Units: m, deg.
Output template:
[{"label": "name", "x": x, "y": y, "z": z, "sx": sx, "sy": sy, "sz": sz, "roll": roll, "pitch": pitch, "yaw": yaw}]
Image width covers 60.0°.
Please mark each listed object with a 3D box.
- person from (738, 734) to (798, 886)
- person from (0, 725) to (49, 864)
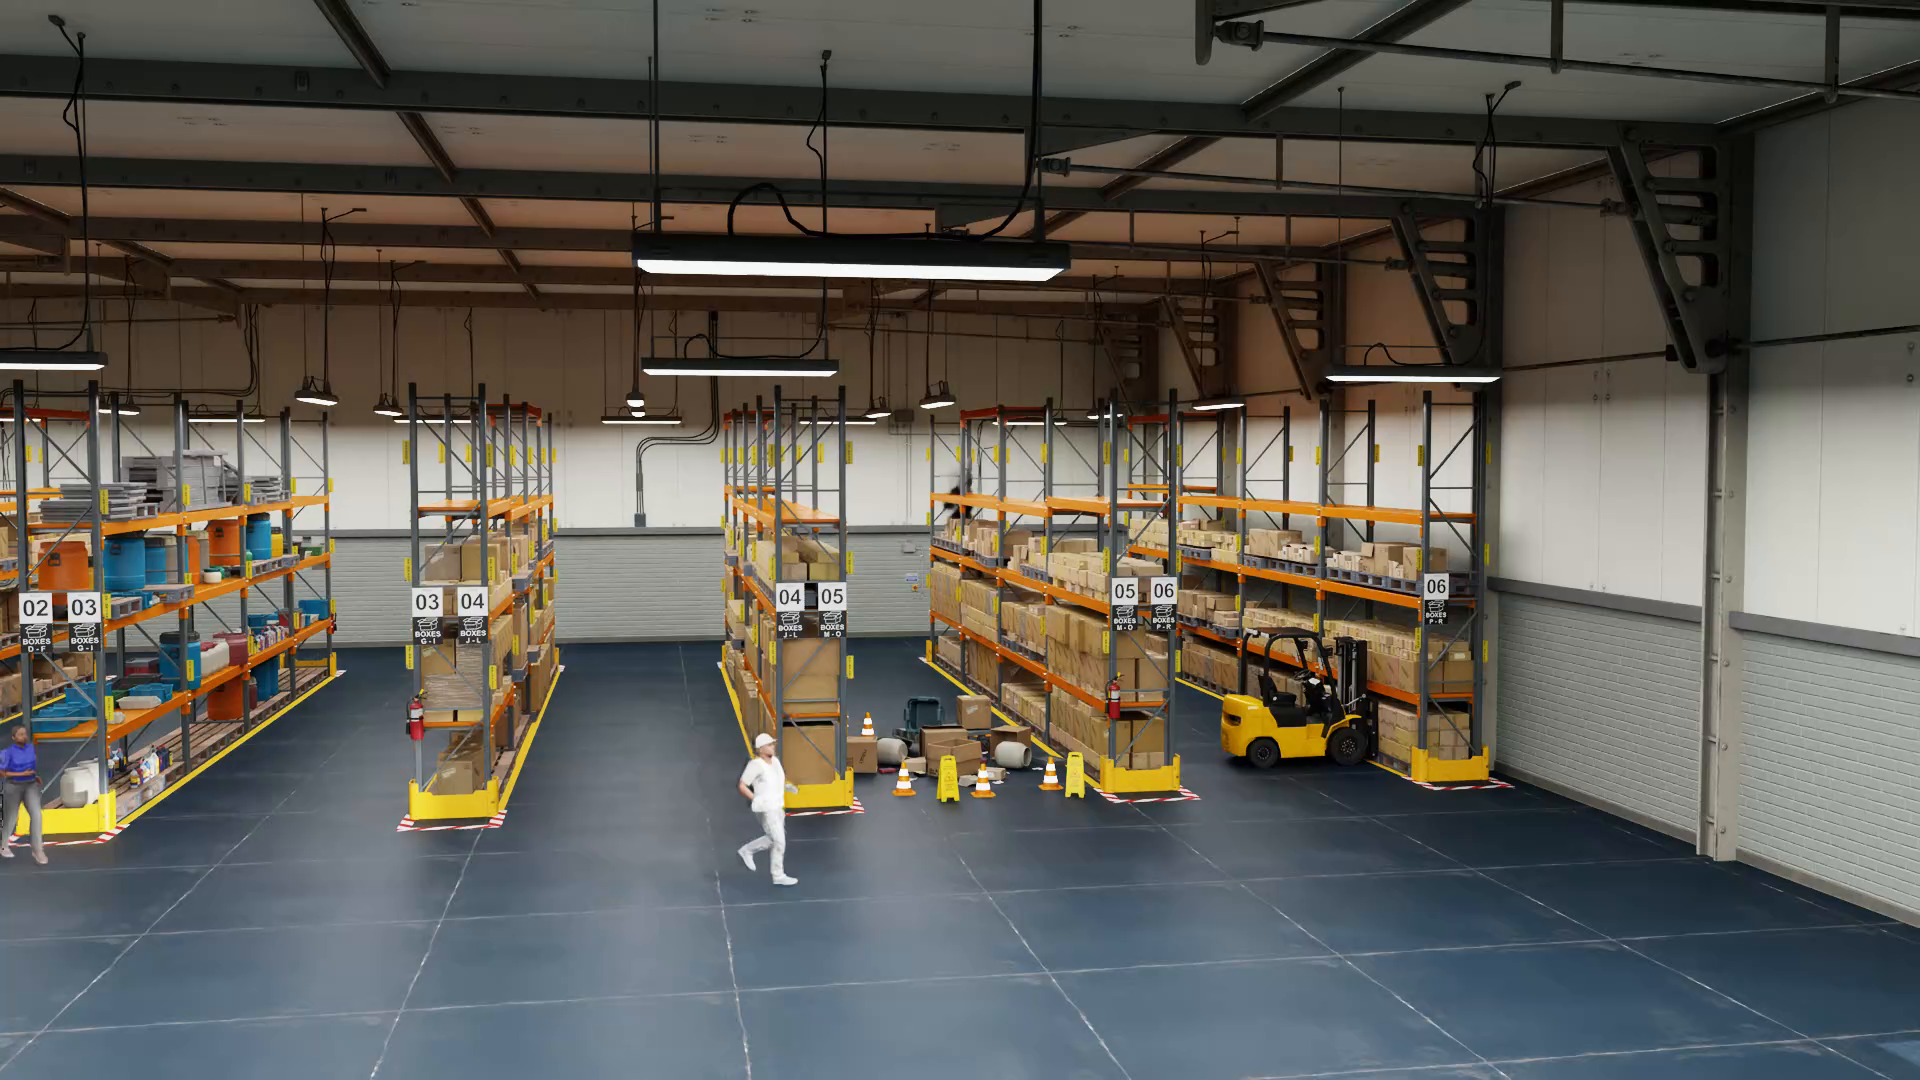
[{"label": "person", "x": -2.273, "y": 3.141, "z": 19.457, "sx": 0.839, "sy": 1.752, "sz": 0.696, "roll": 1, "pitch": 3, "yaw": 23}, {"label": "person", "x": -11.557, "y": 3.113, "z": 20.463, "sx": 0.820, "sy": 1.679, "sz": 0.579, "roll": 2, "pitch": 3, "yaw": 31}]
